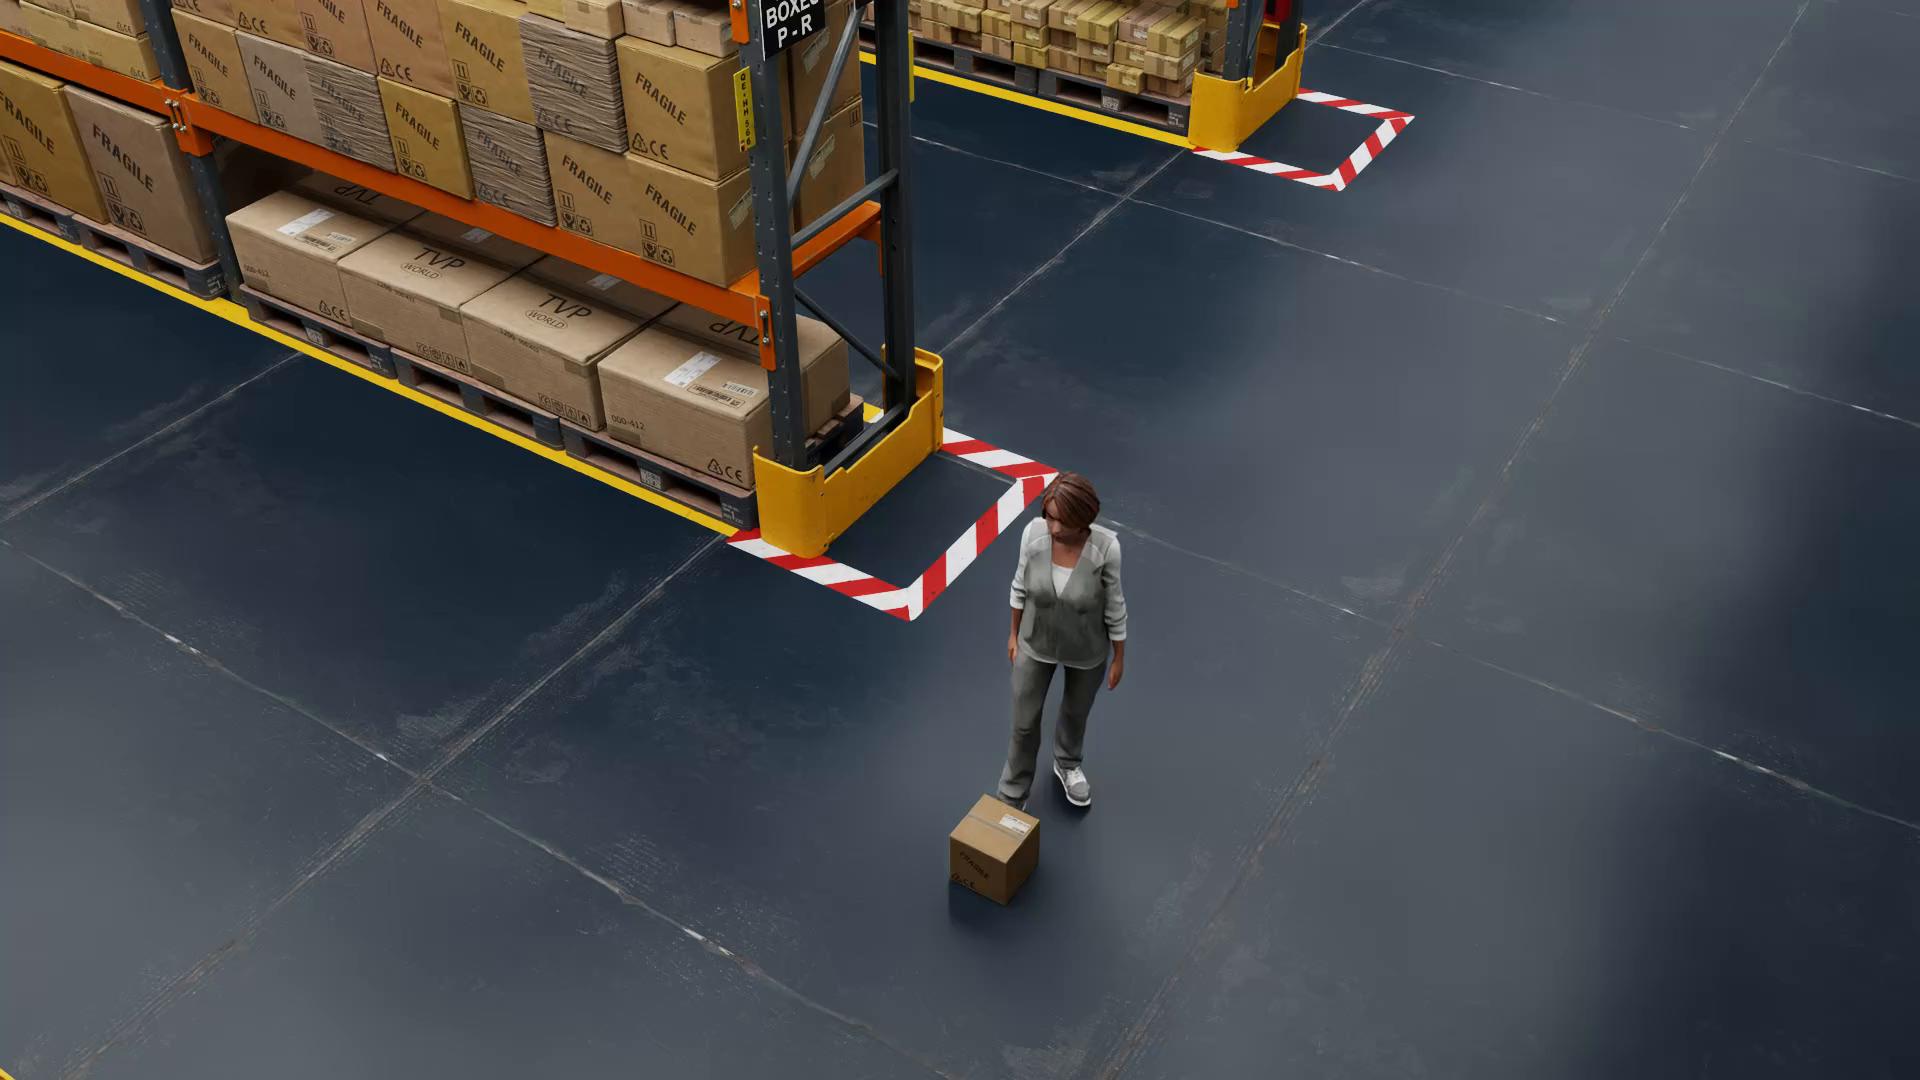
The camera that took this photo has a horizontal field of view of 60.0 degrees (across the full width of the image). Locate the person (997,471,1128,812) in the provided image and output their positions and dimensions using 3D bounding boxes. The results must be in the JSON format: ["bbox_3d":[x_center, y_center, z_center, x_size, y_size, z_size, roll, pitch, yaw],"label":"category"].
[{"bbox_3d":[0.374,0.443,6.128,0.457,1.600,0.522,7,39,8],"label":"person"}]
